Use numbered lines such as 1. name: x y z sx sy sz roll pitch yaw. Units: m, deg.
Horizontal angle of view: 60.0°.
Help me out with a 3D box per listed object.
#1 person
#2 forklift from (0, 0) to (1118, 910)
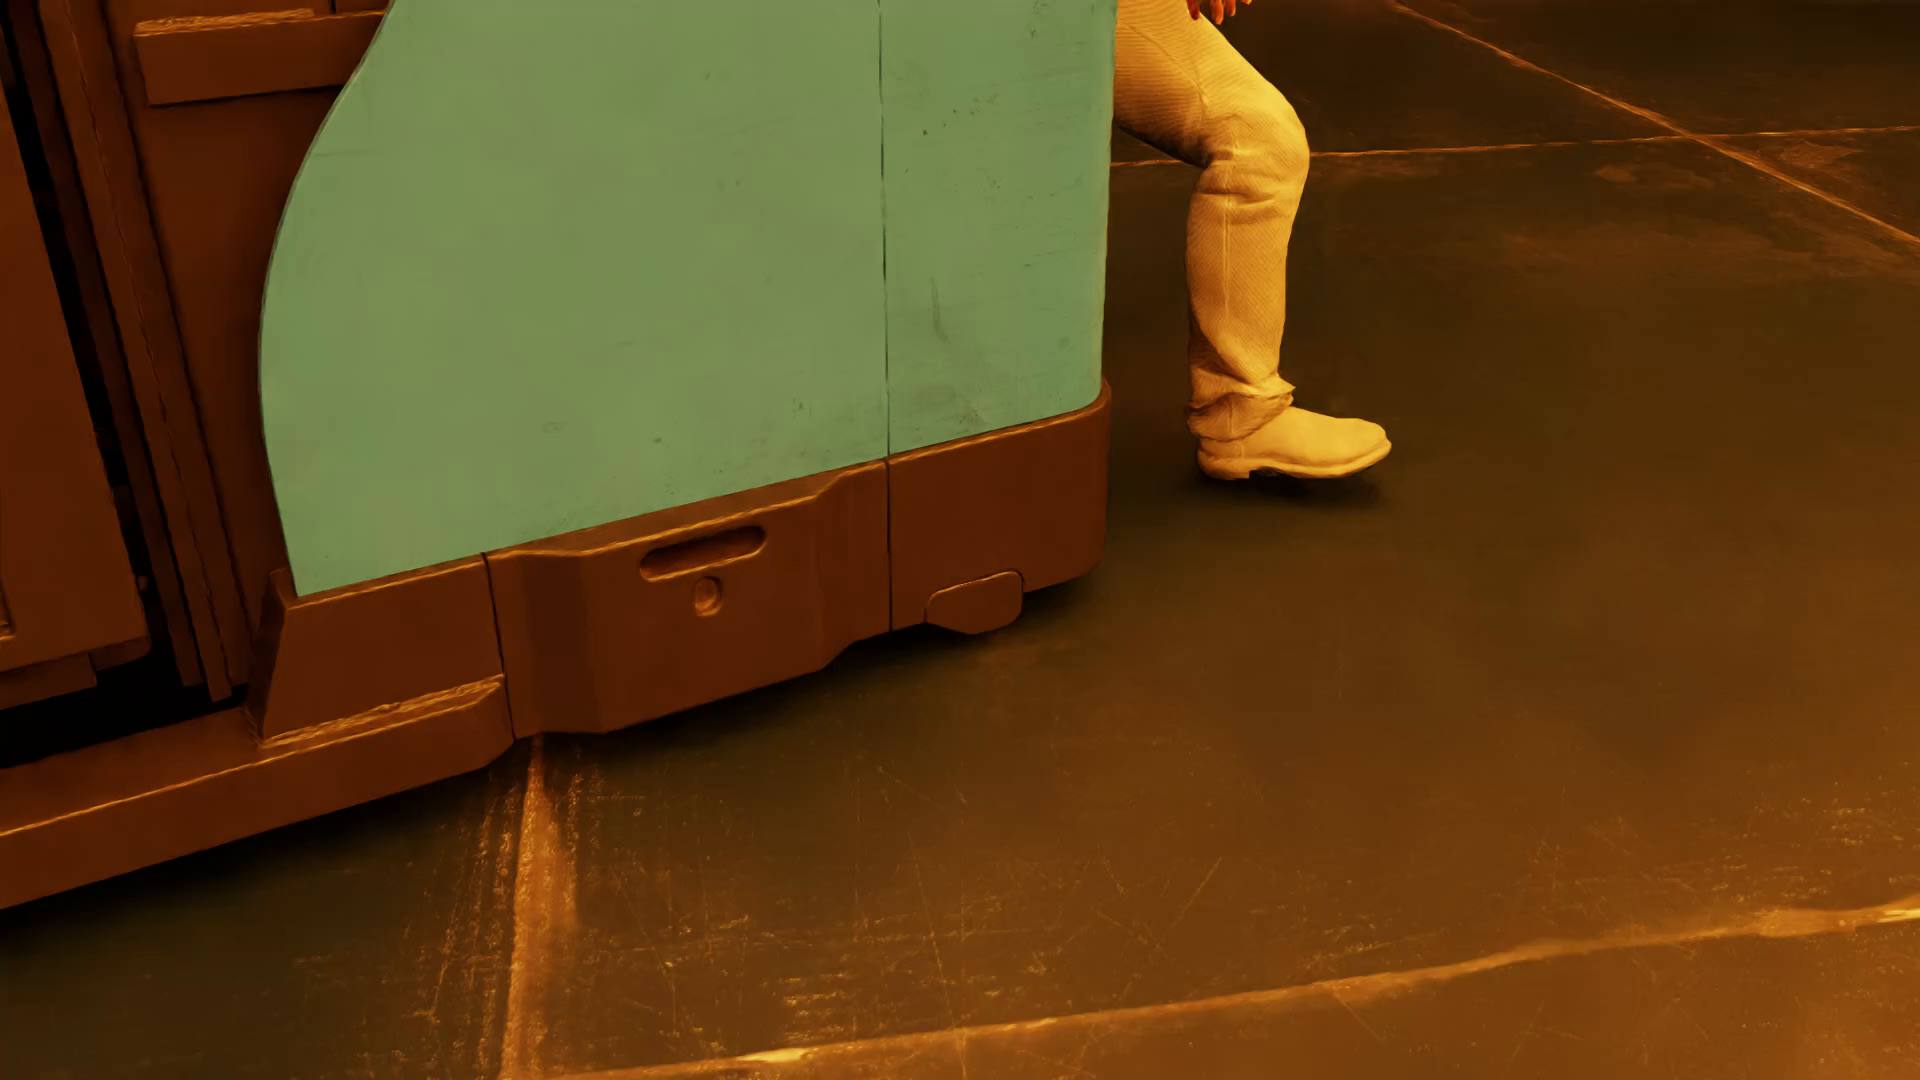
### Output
1. person: 0.243 -0.985 2.680 0.925 1.631 0.992 2 28 4
2. forklift: -1.334 -1.062 1.375 3.031 2.935 1.130 -15 31 -26
